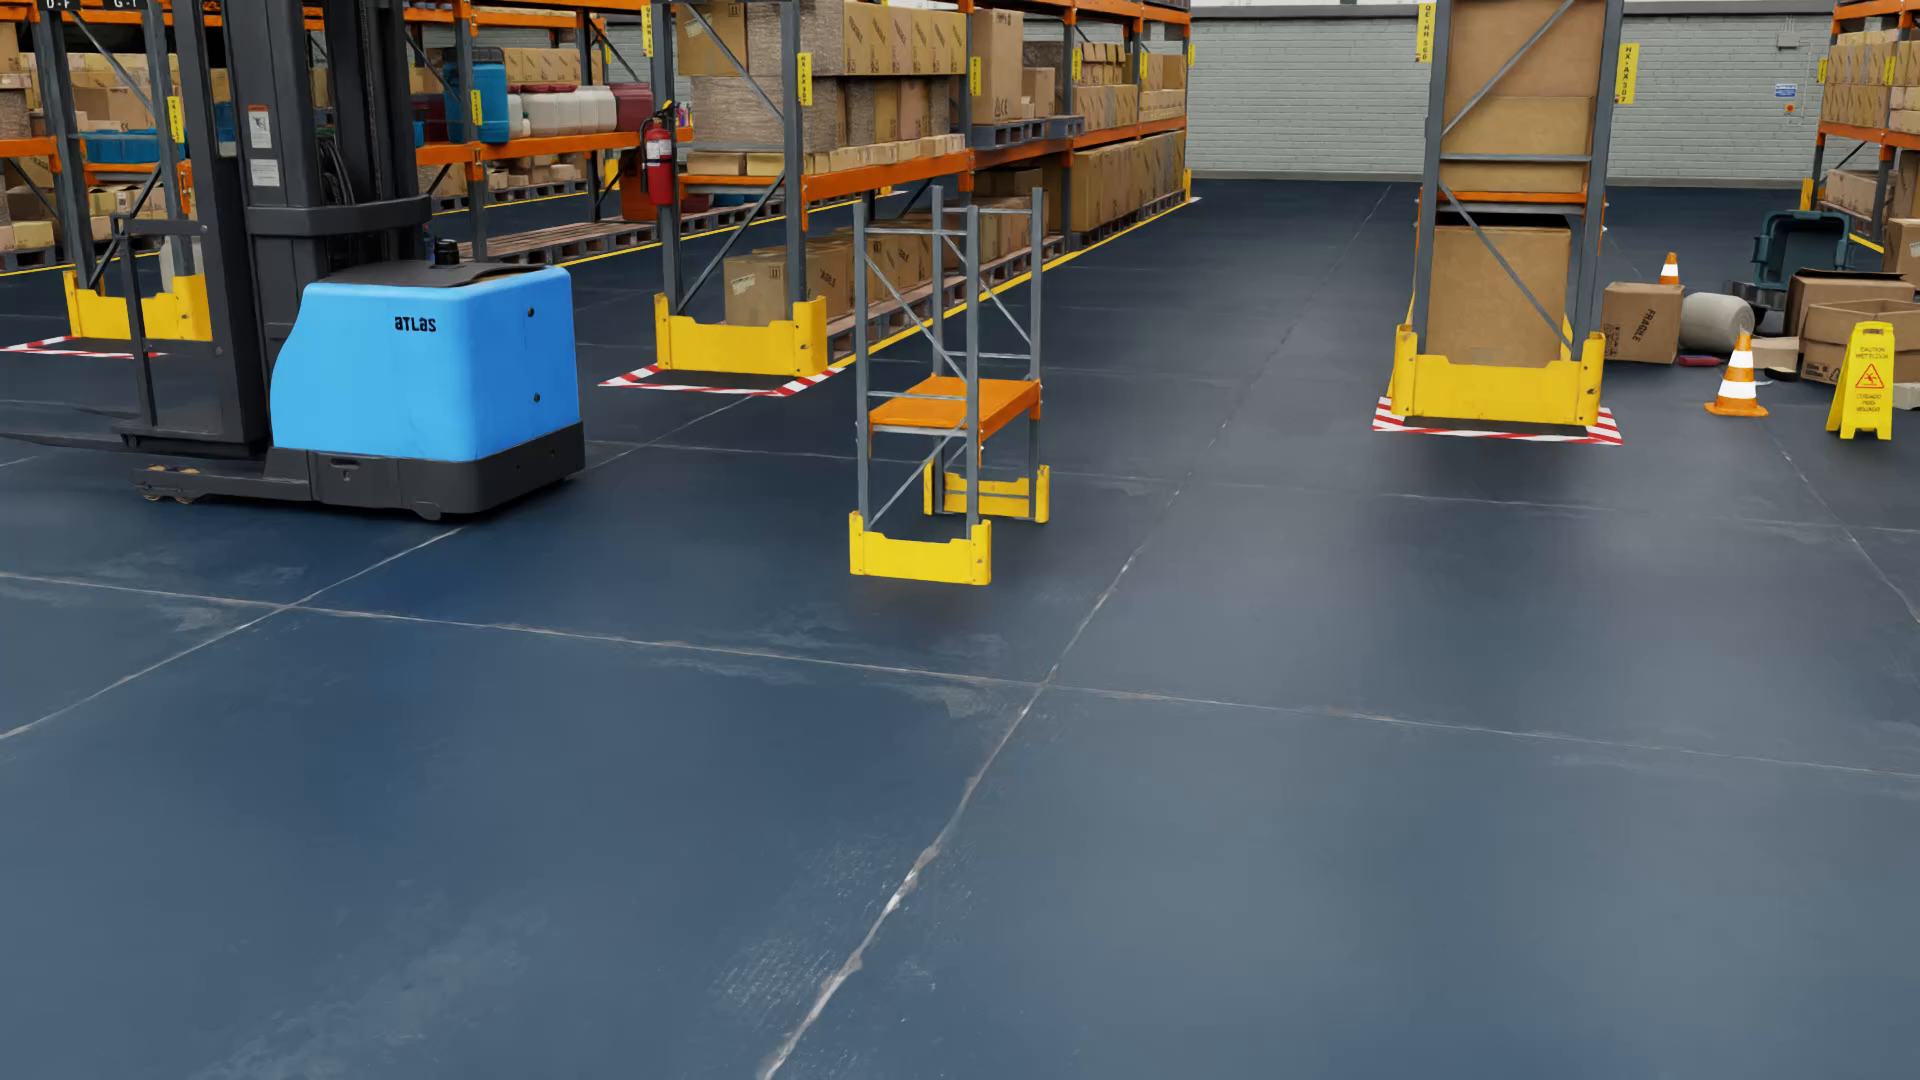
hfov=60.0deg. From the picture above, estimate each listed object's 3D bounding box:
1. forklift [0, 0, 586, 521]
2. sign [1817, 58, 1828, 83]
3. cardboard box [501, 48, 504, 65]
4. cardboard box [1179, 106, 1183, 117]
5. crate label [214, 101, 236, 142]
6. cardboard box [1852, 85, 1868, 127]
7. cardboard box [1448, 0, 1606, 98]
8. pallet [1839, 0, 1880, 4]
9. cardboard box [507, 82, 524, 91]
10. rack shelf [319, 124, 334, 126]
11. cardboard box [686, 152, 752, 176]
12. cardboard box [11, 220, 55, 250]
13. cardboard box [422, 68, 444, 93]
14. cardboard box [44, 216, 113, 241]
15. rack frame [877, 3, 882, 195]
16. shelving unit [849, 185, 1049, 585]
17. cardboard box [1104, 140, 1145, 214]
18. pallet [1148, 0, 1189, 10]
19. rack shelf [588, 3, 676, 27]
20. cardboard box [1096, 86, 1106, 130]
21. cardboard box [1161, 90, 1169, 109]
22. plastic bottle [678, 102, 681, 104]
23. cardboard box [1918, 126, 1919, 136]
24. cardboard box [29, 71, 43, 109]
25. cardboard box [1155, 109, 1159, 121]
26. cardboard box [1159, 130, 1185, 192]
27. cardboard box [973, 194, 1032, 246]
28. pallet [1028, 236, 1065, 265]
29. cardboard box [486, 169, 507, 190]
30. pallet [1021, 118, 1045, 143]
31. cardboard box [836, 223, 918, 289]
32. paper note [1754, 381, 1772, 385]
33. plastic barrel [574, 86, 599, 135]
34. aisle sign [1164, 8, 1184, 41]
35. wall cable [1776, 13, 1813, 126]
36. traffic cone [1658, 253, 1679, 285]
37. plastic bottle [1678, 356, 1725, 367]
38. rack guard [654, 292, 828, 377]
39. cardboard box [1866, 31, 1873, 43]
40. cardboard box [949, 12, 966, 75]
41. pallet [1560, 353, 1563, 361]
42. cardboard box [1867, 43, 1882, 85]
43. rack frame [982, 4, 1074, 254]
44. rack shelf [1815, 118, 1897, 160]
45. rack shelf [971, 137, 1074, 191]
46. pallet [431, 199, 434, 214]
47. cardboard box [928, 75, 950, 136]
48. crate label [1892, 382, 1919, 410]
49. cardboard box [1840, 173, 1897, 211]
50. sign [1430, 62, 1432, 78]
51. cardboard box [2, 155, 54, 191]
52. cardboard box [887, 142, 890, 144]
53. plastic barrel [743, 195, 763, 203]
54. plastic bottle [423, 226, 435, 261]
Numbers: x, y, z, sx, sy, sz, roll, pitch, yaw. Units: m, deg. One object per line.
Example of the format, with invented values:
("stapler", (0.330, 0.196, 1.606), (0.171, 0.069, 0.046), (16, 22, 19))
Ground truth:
("forklift", (-3.456, -1.714, 8.001), (3.031, 2.935, 1.130), (5, 17, 17))
("sign", (11.989, -6.527, 23.114), (0.100, 0.325, 0.005), (5, 16, 16))
("cardboard box", (-7.212, -7.150, 25.025), (0.500, 0.500, 0.500), (5, 17, 17))
("cardboard box", (3.160, -6.489, 25.170), (0.380, 0.149, 0.250), (5, 17, 16))
("crate label", (-6.014, -3.514, 14.158), (0.502, 0.435, 0.616), (5, 16, 16))
("cardboard box", (11.539, -5.439, 20.824), (0.500, 0.500, 0.500), (4, 16, 15))
("cardboard box", (3.340, -2.885, 9.751), (0.875, 0.550, 0.550), (5, 16, 16))
("pallet", (12.319, -7.234, 22.001), (1.003, 0.211, 1.213), (5, 16, 16))
("cardboard box", (-7.067, -6.814, 25.672), (0.500, 0.500, 0.500), (5, 17, 17))
("rack shelf", (-8.184, -5.650, 23.071), (1.077, 0.370, 4.000), (5, 16, 16))
("cardboard box", (-1.646, -2.580, 11.390), (0.380, 0.149, 0.250), (5, 16, 16))
("cardboard box", (-9.811, -3.167, 17.269), (0.500, 0.250, 0.500), (5, 16, 16))
("cardboard box", (-7.965, -6.663, 24.370), (0.700, 0.500, 0.500), (-1, 16, -3))
("cardboard box", (-9.537, -3.392, 18.060), (0.500, 0.250, 0.500), (4, 16, 15))
("rack frame", (-1.731, -7.181, 27.149), (1.000, 3.000, 0.127), (5, 16, 16))
("shelving unit", (-0.022, -0.702, 7.054), (0.587, 1.500, 1.083), (5, 16, 16))
("cardboard box", (1.719, -4.761, 21.742), (1.225, 0.875, 0.875), (5, 16, 16))
("pallet", (2.817, -8.002, 24.711), (1.003, 0.211, 1.213), (5, 16, 16))
("rack shelf", (-3.436, -6.708, 21.304), (1.077, 0.370, 4.000), (5, 16, 16))
("cardboard box", (1.430, -5.127, 19.726), (0.500, 0.500, 0.500), (4, 16, 15))
("cardboard box", (2.702, -6.318, 23.836), (0.500, 0.250, 0.500), (5, 16, 16))
("plastic bottle", (-3.670, -5.588, 21.768), (0.097, 0.271, 0.097), (0, 16, 0))
("cardboard box", (10.547, -4.417, 17.678), (0.500, 0.250, 0.500), (4, 16, 15))
("cardboard box", (-12.962, -6.300, 23.280), (0.500, 0.500, 0.500), (5, 17, 18))
("cardboard box", (2.579, -5.955, 23.286), (0.380, 0.149, 0.250), (4, 16, 15))
("cardboard box", (2.913, -5.803, 25.415), (0.875, 0.875, 0.875), (5, 16, 16))
("cardboard box", (0.428, -3.390, 17.558), (0.700, 0.500, 0.500), (3, 16, 11))
("pallet", (0.521, -3.158, 18.076), (1.003, 0.211, 1.213), (5, 16, 16))
("cardboard box", (-7.289, -5.531, 25.452), (0.500, 0.311, 0.500), (5, 16, 16))
("pallet", (0.221, -4.090, 16.605), (1.003, 0.211, 1.213), (5, 16, 16))
("cardboard box", (-0.700, -2.405, 14.122), (0.500, 0.500, 0.500), (11, 19, 33))
("paper note", (5.259, -1.038, 10.937), (0.144, 0.017, 0.142), (11, 19, 35))
("plastic barrel", (-4.211, -4.746, 18.359), (0.421, 0.512, 0.421), (0, 16, 0))
("aisle sign", (3.326, -8.043, 25.425), (0.394, 0.787, 0.004), (5, 16, 16))
("wall cable", (14.099, -8.009, 28.150), (0.585, 1.953, 0.123), (5, 16, 16))
("traffic cone", (6.163, -2.259, 14.447), (0.336, 0.463, 0.334), (5, 16, 16))
("plastic bottle", (5.187, -1.251, 11.628), (0.283, 0.061, 0.133), (-1, 16, -3))
("rack guard", (-1.507, -1.428, 11.448), (1.175, 0.500, 0.348), (5, 16, 16))
("cardboard box", (11.644, -6.323, 20.921), (0.380, 0.149, 0.250), (5, 16, 16))
("cardboard box", (-0.256, -4.190, 14.045), (0.500, 0.500, 0.500), (5, 16, 16))
("pallet", (3.350, -1.073, 10.727), (1.003, 0.211, 1.213), (5, 16, 16))
("cardboard box", (11.404, -5.788, 20.222), (0.500, 0.500, 0.500), (4, 16, 15))
("rack frame", (0.745, -4.704, 18.416), (1.000, 3.000, 0.127), (5, 16, 16))
("rack shelf", (11.951, -5.159, 21.339), (1.077, 0.370, 4.000), (5, 16, 16))
("rack shelf", (0.176, -3.834, 16.669), (1.077, 0.370, 4.000), (5, 16, 16))
("pallet", (-8.155, -4.642, 23.308), (1.003, 0.211, 1.213), (5, 16, 16))
("cardboard box", (-0.579, -3.735, 14.274), (0.875, 0.500, 0.500), (5, 16, 16))
("crate label", (5.861, -0.885, 10.199), (0.250, 0.136, 0.298), (-4, 16, -13))
("cardboard box", (12.176, -4.577, 21.895), (0.875, 0.438, 0.875), (5, 17, 17))
("sign", (3.812, -3.805, 13.269), (0.100, 0.325, 0.005), (5, 16, 16))
("cardboard box", (-13.168, -5.206, 23.357), (0.750, 0.750, 0.750), (4, 16, 15))
("cardboard box", (-0.756, -3.007, 12.893), (0.380, 0.149, 0.250), (5, 16, 16))
("plastic barrel", (-3.038, -5.186, 23.191), (0.600, 0.901, 0.708), (5, 16, 16))
("plastic bottle", (-5.048, -2.788, 15.709), (0.144, 0.351, 0.185), (4, 16, 14))
